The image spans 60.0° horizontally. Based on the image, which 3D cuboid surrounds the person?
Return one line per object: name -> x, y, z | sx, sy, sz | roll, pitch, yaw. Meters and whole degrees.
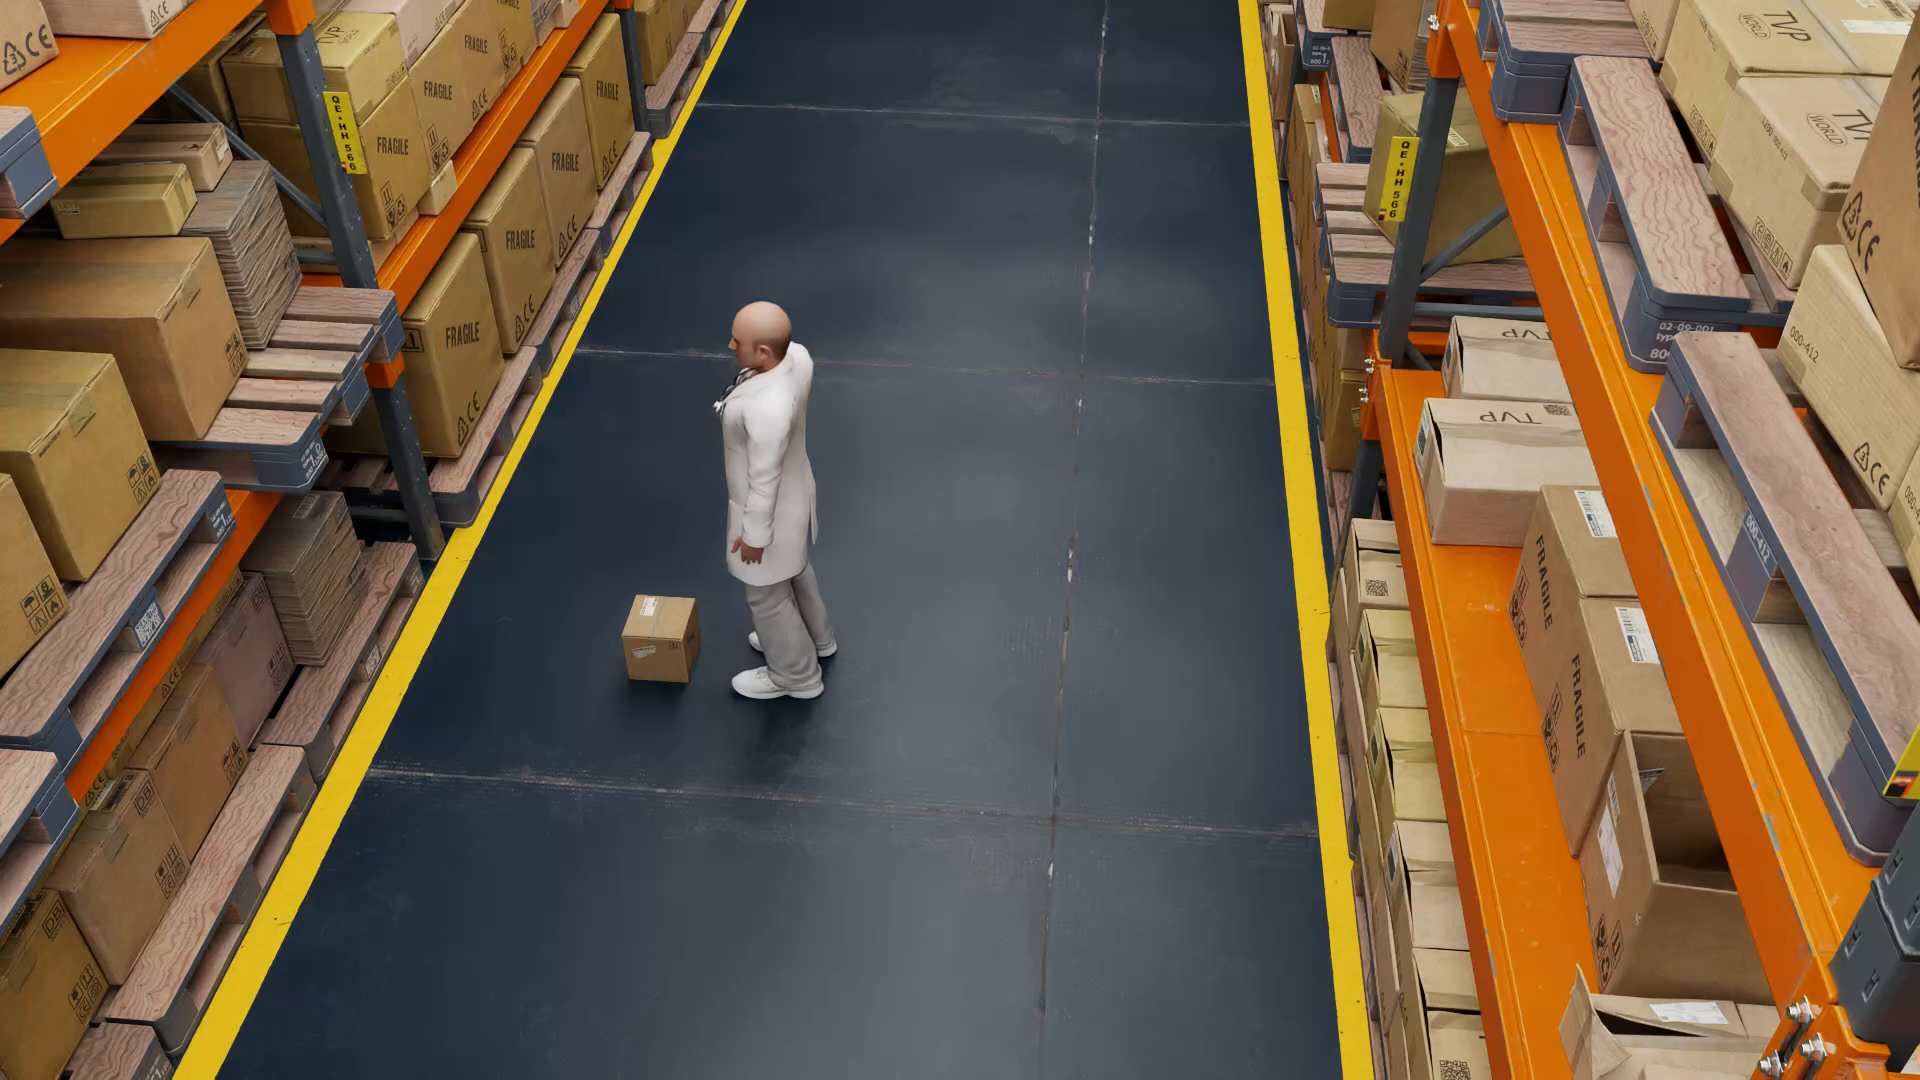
person -> -0.726, -0.132, 6.331 | 0.388, 1.775, 0.562 | 4, 40, 5
